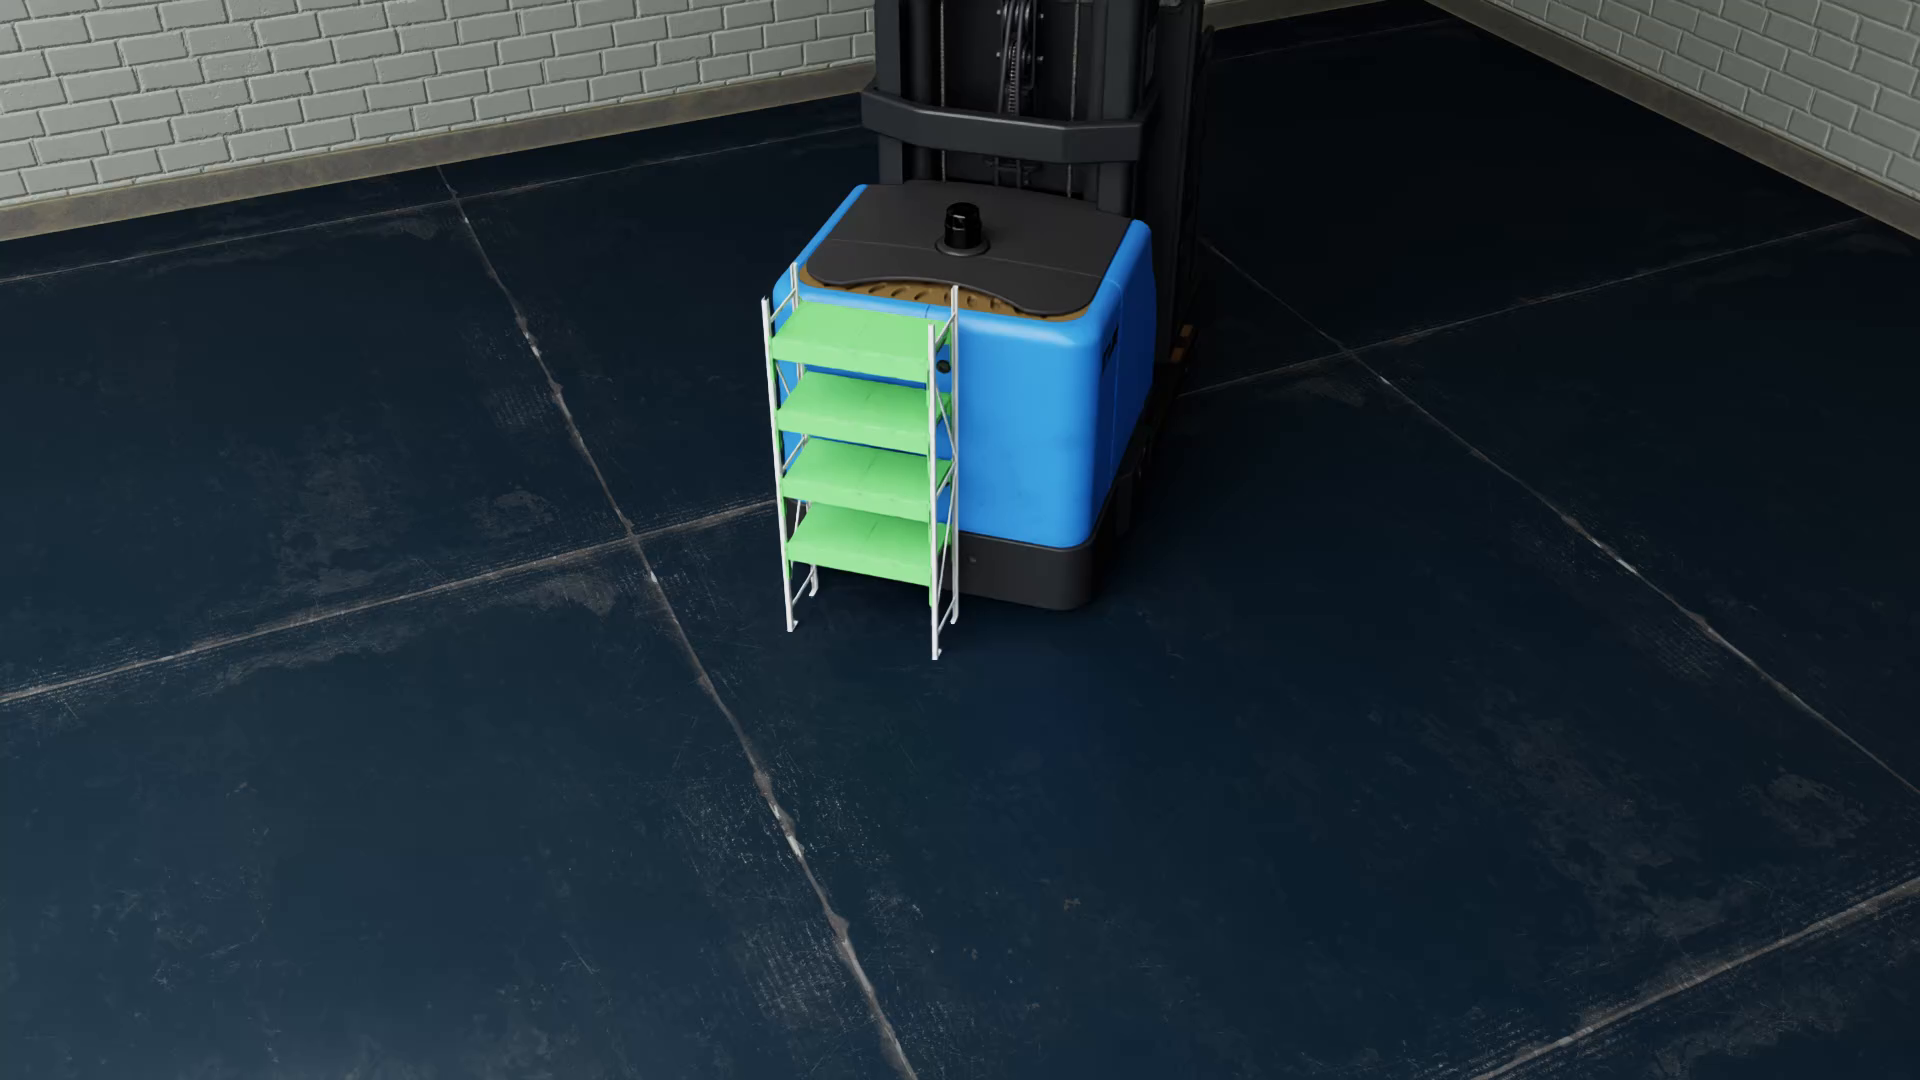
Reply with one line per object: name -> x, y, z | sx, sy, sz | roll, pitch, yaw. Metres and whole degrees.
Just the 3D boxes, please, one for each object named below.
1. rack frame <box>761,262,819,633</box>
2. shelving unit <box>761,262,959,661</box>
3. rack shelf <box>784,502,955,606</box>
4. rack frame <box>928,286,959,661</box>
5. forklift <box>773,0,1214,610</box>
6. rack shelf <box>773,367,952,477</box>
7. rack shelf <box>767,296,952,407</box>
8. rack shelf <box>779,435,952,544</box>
rack frame -> -0.512, -0.253, 5.084 | 0.015, 1.200, 0.240 | 10, 38, 13
shelving unit -> -0.279, -0.211, 5.028 | 0.503, 1.200, 0.258 | 10, 38, 13
rack shelf -> -0.279, 0.033, 5.209 | 0.480, 0.148, 0.258 | 10, 38, 13
rack frame -> -0.045, -0.169, 4.971 | 0.015, 1.200, 0.240 | 10, 38, 13
forklift -> 0.332, -1.831, 5.759 | 1.130, 2.935, 3.031 | 10, 38, 13
rack shelf -> -0.279, -0.353, 4.923 | 0.480, 0.148, 0.258 | 10, 38, 13
rack shelf -> -0.279, -0.545, 4.780 | 0.480, 0.148, 0.258 | 10, 38, 13
rack shelf -> -0.279, -0.160, 5.066 | 0.480, 0.148, 0.258 | 10, 38, 13
